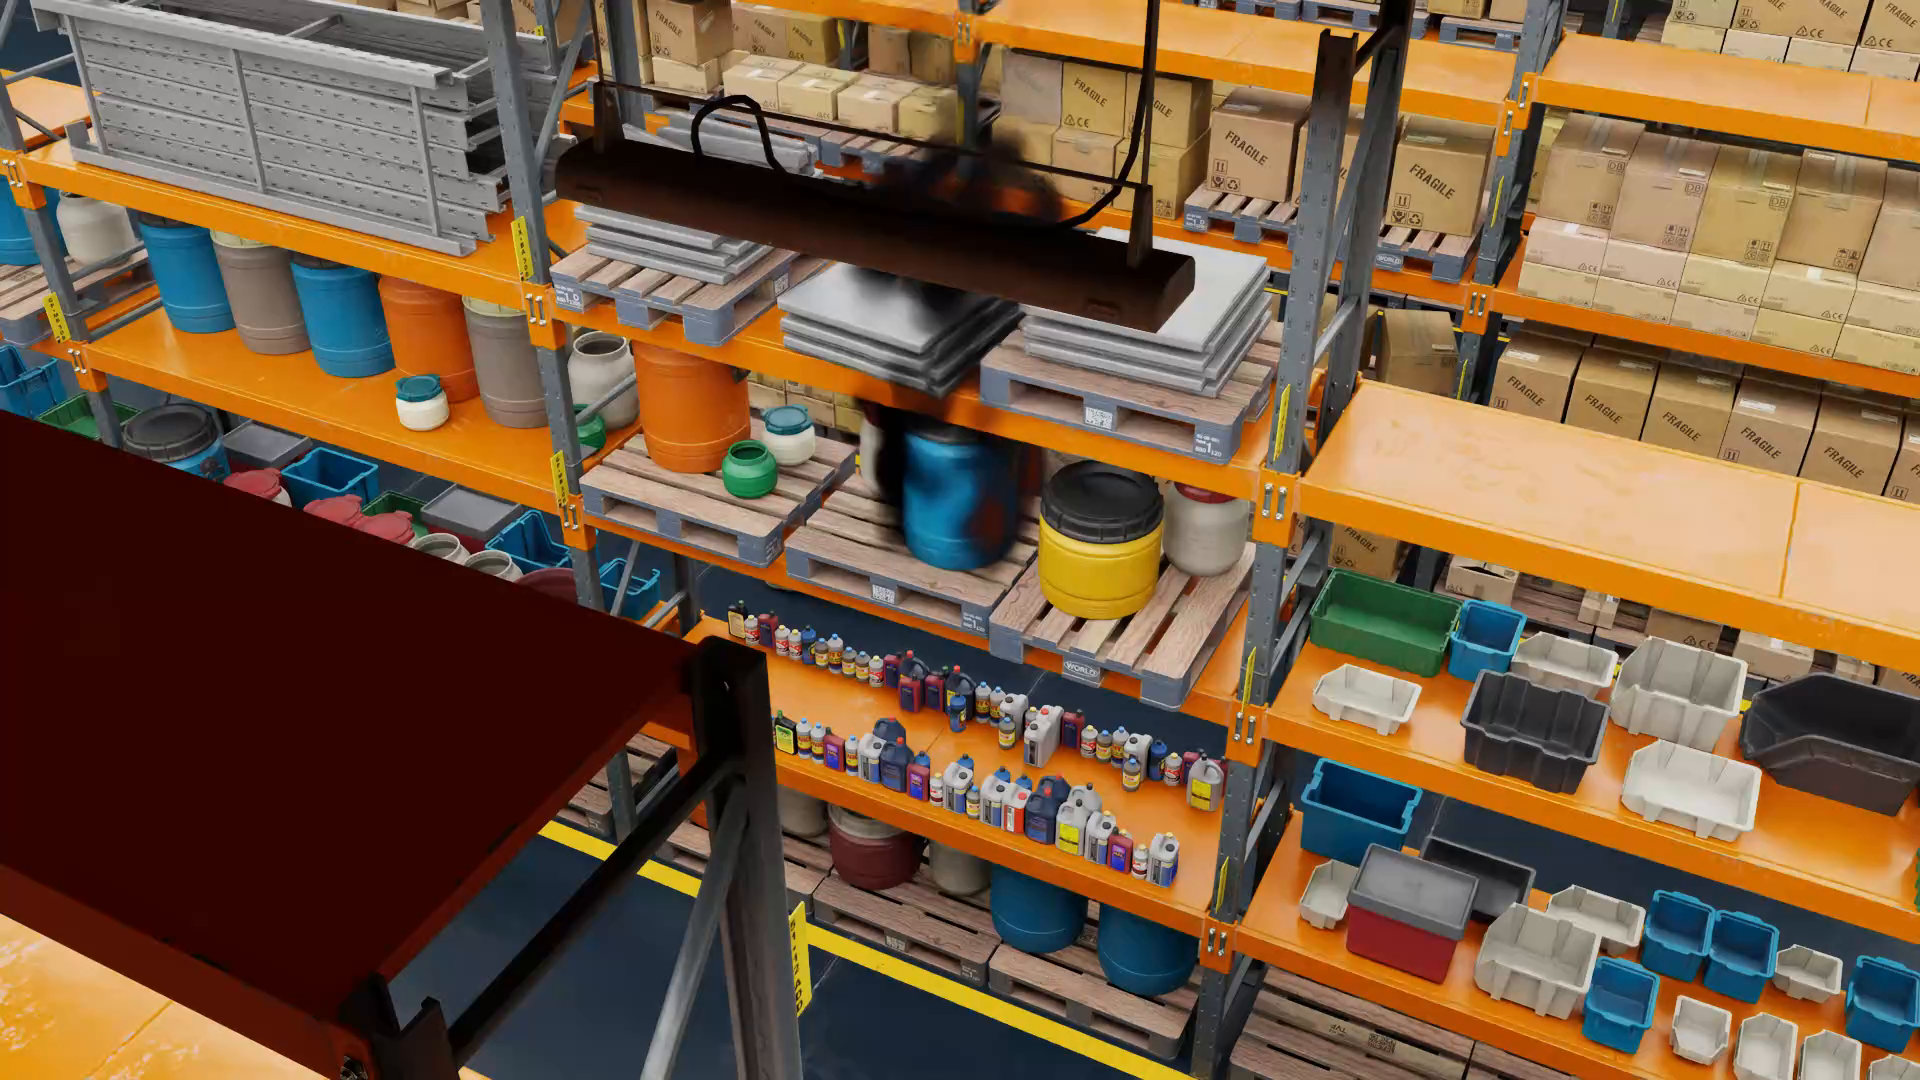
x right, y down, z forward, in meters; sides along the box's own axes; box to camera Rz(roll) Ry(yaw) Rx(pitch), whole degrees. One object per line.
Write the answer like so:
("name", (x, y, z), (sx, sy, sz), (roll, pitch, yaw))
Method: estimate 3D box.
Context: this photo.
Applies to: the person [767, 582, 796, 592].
("person", (-1.267, -0.258, 12.797), (0.622, 1.652, 0.642), (14, 38, 19))
